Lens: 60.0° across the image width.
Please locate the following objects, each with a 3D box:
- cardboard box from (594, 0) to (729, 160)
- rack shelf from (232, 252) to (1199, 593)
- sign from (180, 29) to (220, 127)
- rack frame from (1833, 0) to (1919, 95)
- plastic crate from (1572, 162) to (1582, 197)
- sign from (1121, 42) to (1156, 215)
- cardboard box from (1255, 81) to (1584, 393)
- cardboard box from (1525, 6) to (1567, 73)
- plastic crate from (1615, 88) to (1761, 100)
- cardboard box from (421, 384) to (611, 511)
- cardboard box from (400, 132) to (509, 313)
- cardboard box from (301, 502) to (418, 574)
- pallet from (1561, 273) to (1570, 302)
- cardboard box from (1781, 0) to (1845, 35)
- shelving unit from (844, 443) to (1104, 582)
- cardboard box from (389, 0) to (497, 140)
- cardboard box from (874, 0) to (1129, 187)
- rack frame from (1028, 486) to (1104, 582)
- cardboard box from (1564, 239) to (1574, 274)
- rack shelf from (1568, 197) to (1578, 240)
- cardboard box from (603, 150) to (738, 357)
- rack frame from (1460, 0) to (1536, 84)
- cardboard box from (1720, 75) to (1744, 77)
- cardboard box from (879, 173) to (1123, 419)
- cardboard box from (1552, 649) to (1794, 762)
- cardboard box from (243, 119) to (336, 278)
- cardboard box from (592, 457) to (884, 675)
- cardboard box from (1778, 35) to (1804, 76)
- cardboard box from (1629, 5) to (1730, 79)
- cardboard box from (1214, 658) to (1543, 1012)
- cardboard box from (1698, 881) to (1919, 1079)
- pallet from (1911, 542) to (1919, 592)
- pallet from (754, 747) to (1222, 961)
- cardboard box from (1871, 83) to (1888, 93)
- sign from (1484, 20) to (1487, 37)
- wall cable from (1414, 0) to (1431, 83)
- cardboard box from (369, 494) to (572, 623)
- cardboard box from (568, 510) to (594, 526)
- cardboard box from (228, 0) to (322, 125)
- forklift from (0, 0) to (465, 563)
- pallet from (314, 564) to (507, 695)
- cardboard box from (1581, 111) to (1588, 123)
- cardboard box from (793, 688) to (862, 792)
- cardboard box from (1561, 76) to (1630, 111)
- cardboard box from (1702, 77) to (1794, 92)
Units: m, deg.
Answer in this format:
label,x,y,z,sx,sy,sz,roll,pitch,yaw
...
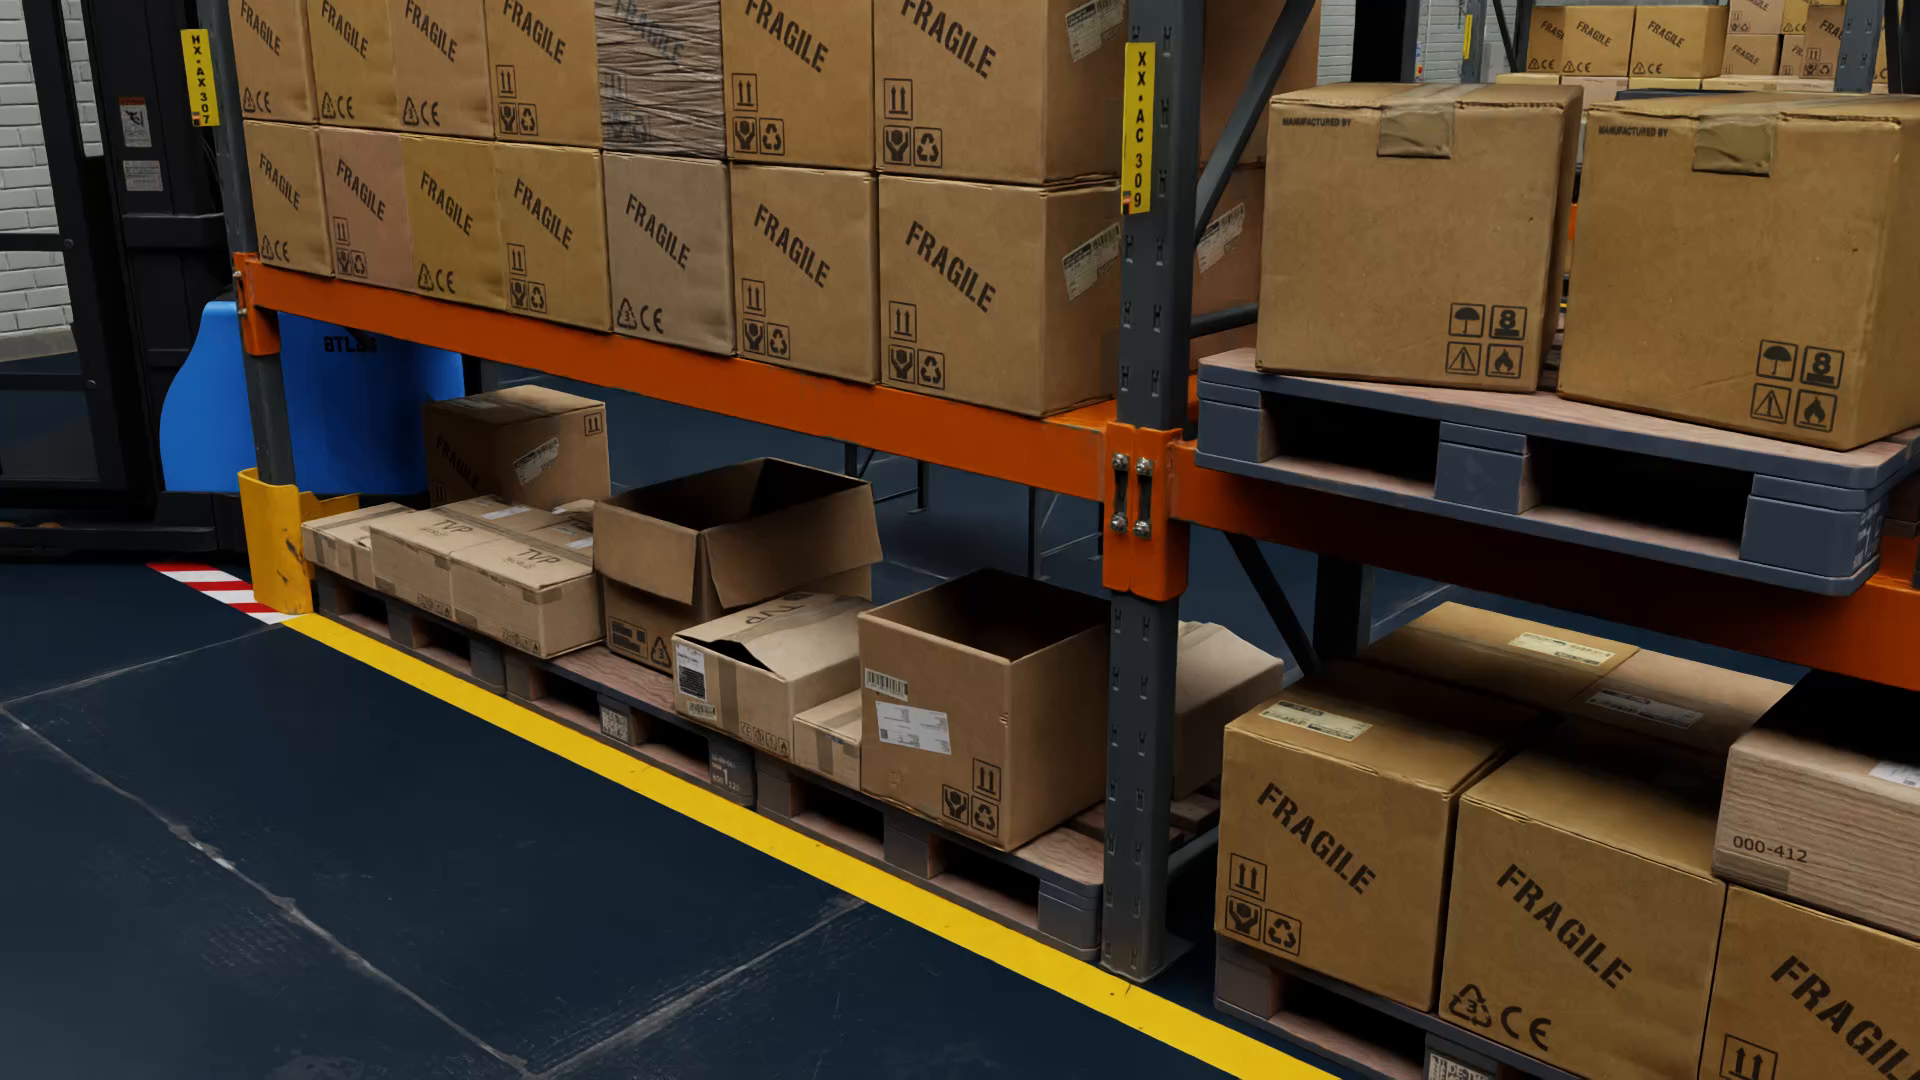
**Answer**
label,x,y,z,sx,sy,sz,roll,pitch,yaw
cardboard box,-0.606,-1.289,4.397,0.500,0.500,0.500,15,23,40
rack shelf,-0.790,-0.577,5.161,4.000,0.370,1.077,15,23,39
sign,-2.646,-1.611,5.799,0.005,0.325,0.100,15,23,39
rack frame,3.996,-1.638,7.315,0.127,3.000,1.000,15,23,39
plastic crate,2.981,-1.700,7.865,0.590,0.125,0.437,15,23,39
sign,0.351,-0.807,3.264,0.005,0.325,0.100,15,23,39
cardboard box,0.912,-0.621,3.249,0.500,0.500,0.700,7,19,21
cardboard box,4.831,-3.951,13.120,0.500,0.500,0.500,15,23,40
plastic crate,3.495,-1.933,8.040,0.583,0.464,0.402,15,23,39
cardboard box,-1.716,-0.286,6.460,0.500,0.500,0.500,15,23,39
cardboard box,-1.366,-1.017,5.191,0.500,0.500,0.500,15,23,39
cardboard box,-2.201,-0.011,6.172,0.250,0.149,0.380,15,23,39
pallet,4.942,-2.090,13.349,1.213,0.211,1.003,15,23,39
cardboard box,8.201,-5.080,15.850,0.500,0.500,0.500,16,24,41
shelving unit,0.064,-0.698,6.831,1.048,1.500,0.538,15,23,39
cardboard box,-1.362,-1.492,5.037,0.500,0.500,0.500,15,23,40
cardboard box,0.156,-1.086,3.755,0.500,0.500,0.500,15,23,40
rack frame,0.444,-0.596,6.509,0.032,1.500,0.500,15,23,39
cardboard box,4.824,-2.639,13.287,0.875,0.875,0.875,15,23,39
rack shelf,2.501,-1.697,8.690,4.000,0.370,1.077,15,23,39
cardboard box,-0.611,-0.814,4.553,0.500,0.500,0.500,16,23,40
rack frame,4.292,-3.562,13.377,0.127,3.000,1.000,15,23,39
cardboard box,5.591,-3.391,12.594,0.500,0.250,0.500,14,22,37
cardboard box,0.162,-0.608,3.905,0.500,0.500,0.500,16,23,40
cardboard box,1.629,0.599,3.671,0.500,0.500,0.500,15,23,39
cardboard box,-2.129,-1.220,5.833,0.500,0.500,0.500,16,23,40
cardboard box,-0.703,0.086,5.282,0.637,0.503,0.797,15,23,39
cardboard box,8.230,-4.599,15.987,0.500,0.500,0.500,15,23,39
cardboard box,5.238,-3.629,12.105,0.500,0.500,0.500,14,23,38
cardboard box,0.906,0.616,3.618,0.500,0.500,0.500,14,22,37
cardboard box,1.681,0.822,2.967,0.500,0.500,0.500,15,23,40
pallet,2.240,-0.013,2.512,1.213,0.211,1.003,15,23,39
pallet,0.193,0.673,4.643,1.213,0.211,1.003,15,23,39
cardboard box,6.391,-2.962,11.242,0.500,0.250,0.500,16,24,41
sign,7.949,-7.800,25.365,0.001,0.242,0.339,15,23,39
wall cable,6.637,-7.430,23.834,0.123,1.953,0.585,15,23,39
cardboard box,-1.694,0.053,5.804,0.500,0.250,0.500,15,23,39
cardboard box,-1.025,0.030,5.876,0.500,0.250,0.500,15,23,39
cardboard box,-2.129,-1.697,5.682,0.500,0.500,0.500,16,24,41
forklift,-3.625,-1.459,6.865,3.031,2.935,1.130,1,18,3
pallet,-1.632,0.183,6.187,1.213,0.211,1.003,15,23,39
cardboard box,4.723,-3.194,12.632,0.250,0.149,0.380,14,23,38
cardboard box,-0.229,0.519,4.504,0.250,0.149,0.380,15,23,39
cardboard box,4.865,-3.372,12.534,0.500,0.250,0.500,15,23,39
cardboard box,5.632,-3.167,11.888,0.500,0.250,0.500,14,23,38
